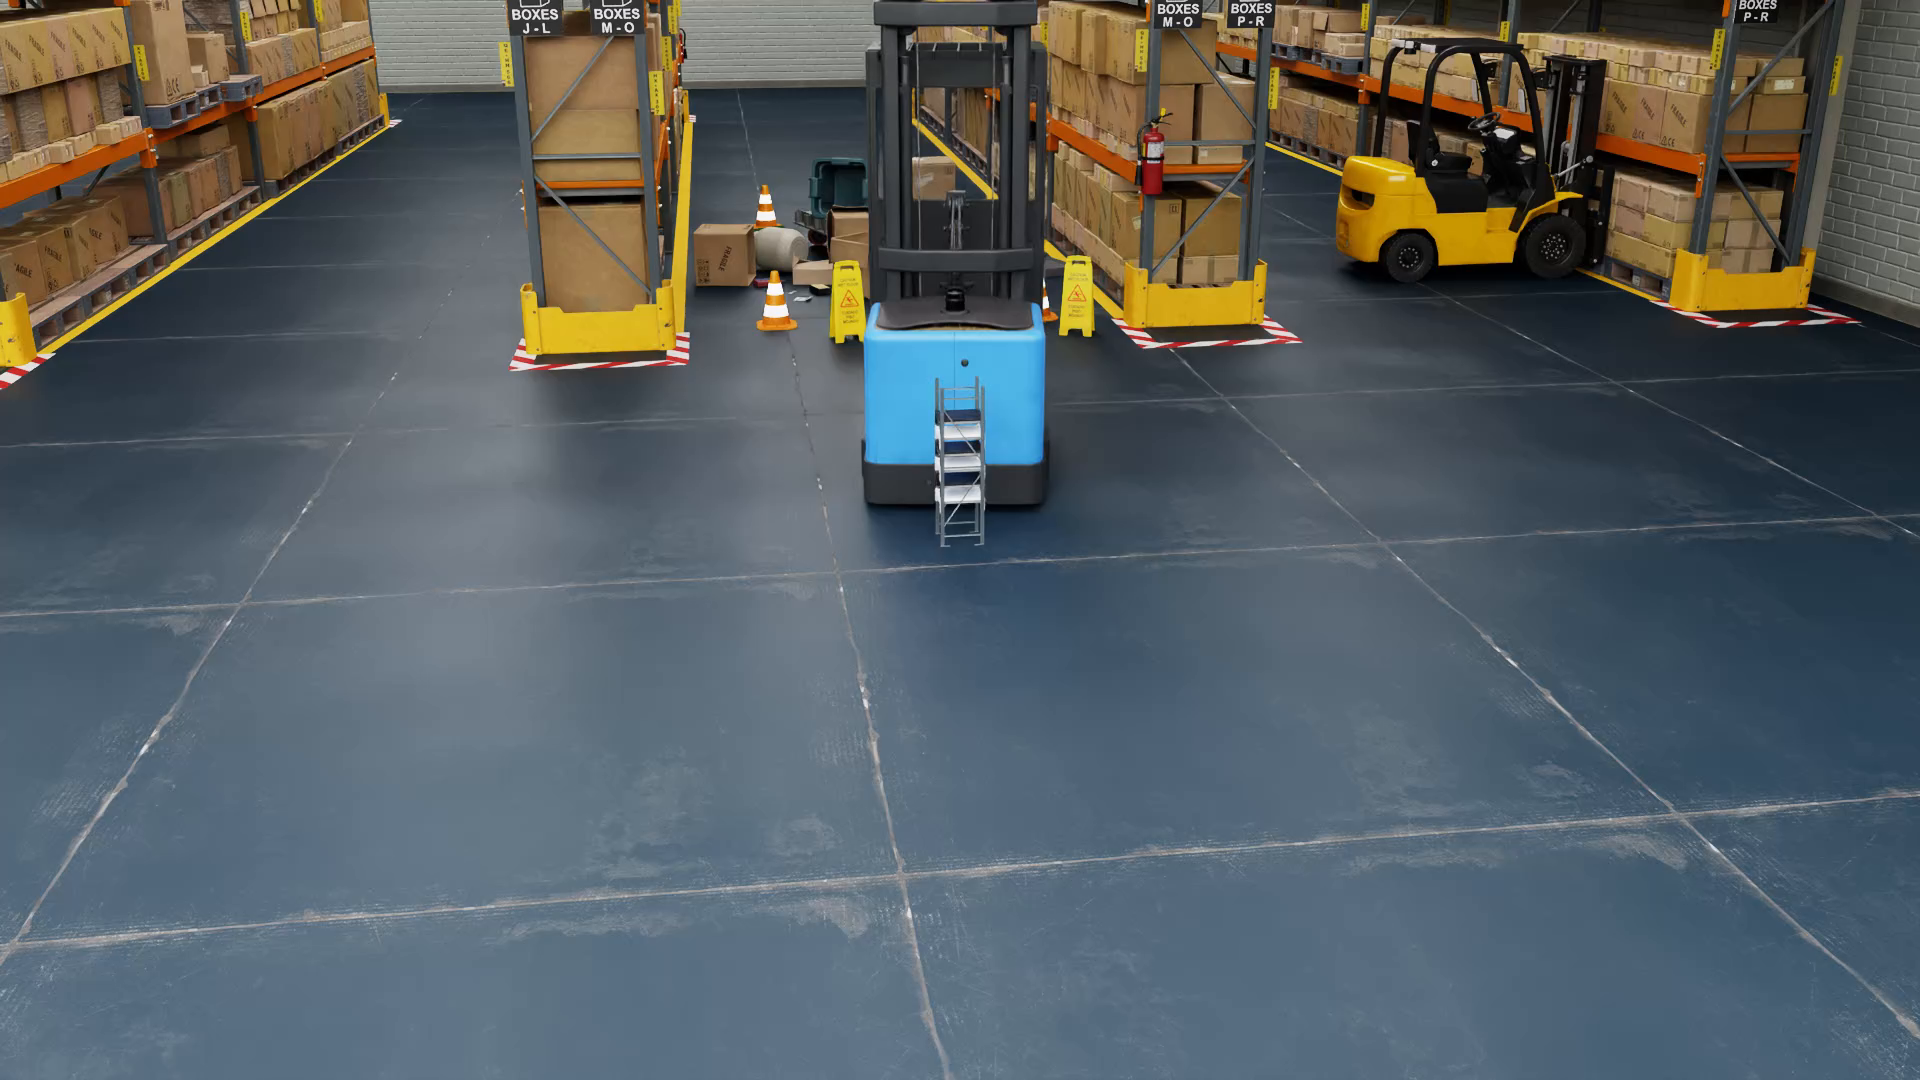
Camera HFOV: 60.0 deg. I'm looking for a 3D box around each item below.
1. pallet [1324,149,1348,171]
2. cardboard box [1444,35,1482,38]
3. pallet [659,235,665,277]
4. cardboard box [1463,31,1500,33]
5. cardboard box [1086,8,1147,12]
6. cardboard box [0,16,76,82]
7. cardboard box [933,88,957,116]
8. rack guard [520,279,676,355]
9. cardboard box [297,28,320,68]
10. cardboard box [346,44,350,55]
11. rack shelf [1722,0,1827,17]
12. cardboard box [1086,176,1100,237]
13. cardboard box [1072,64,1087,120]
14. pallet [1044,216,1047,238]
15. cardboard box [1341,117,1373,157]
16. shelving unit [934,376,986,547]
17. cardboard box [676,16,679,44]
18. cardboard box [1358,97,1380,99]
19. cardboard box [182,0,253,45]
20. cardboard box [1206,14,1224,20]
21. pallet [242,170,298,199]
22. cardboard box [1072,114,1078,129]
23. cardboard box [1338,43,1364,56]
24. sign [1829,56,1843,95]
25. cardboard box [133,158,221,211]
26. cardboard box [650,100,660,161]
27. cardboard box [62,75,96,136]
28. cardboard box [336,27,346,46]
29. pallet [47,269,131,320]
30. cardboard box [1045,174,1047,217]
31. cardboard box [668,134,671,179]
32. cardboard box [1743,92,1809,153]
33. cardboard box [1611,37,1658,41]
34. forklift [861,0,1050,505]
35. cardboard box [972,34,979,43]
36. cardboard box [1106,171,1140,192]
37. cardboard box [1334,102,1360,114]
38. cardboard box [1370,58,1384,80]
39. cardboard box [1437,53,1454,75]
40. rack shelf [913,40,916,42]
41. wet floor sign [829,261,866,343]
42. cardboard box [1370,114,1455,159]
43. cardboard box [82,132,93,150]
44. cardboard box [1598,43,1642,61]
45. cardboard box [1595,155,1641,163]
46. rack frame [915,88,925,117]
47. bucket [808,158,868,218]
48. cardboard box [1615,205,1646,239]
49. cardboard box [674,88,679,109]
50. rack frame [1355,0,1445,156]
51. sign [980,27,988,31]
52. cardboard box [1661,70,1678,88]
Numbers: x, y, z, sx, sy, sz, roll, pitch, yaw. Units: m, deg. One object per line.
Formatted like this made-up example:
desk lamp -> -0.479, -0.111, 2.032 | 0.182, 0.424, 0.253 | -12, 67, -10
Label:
pallet -> 5.693, -5.223, 22.898 | 1.003, 0.211, 1.213 | -3, 21, -8
cardboard box -> 5.857, -5.783, 19.342 | 0.380, 0.149, 0.250 | -3, 21, -7
pallet -> -3.423, -2.774, 16.342 | 1.003, 0.211, 1.213 | -3, 21, -8
cardboard box -> 6.319, -6.081, 20.141 | 0.380, 0.149, 0.250 | -3, 21, -9
cardboard box -> 1.540, -4.594, 15.233 | 0.700, 0.500, 0.500 | -3, 21, -8
cardboard box -> -7.828, -4.126, 13.978 | 0.500, 0.500, 0.500 | -3, 21, -8
cardboard box -> 0.033, -7.244, 27.385 | 0.875, 0.438, 0.875 | -2, 21, -6
rack guard -> -2.875, -1.783, 13.276 | 1.175, 0.500, 0.348 | -3, 21, -8
cardboard box -> -9.194, -6.801, 22.995 | 0.500, 0.500, 0.500 | -3, 21, -8
cardboard box -> -9.471, -7.443, 25.217 | 0.380, 0.149, 0.250 | -4, 21, -9
rack shelf -> 6.628, -5.260, 15.752 | 1.077, 0.370, 4.000 | -3, 21, -8
cardboard box -> 1.487, -3.127, 15.560 | 0.500, 0.500, 0.500 | -3, 21, -9
cardboard box -> 1.371, -4.305, 15.887 | 0.500, 0.500, 0.500 | -3, 21, -8
pallet -> 1.315, -3.595, 18.541 | 1.003, 0.211, 1.213 | -3, 21, -8
cardboard box -> 5.490, -5.430, 22.440 | 0.500, 0.500, 0.500 | -2, 21, -6
shelving unit -> -0.001, -0.424, 9.066 | 0.258, 0.900, 0.210 | -3, 21, -8
cardboard box -> -4.546, -7.835, 25.339 | 0.500, 0.500, 0.500 | -3, 21, -9
cardboard box -> 5.837, -6.157, 23.459 | 0.380, 0.149, 0.250 | -3, 21, -9
cardboard box -> -9.044, -6.288, 20.188 | 0.797, 0.503, 0.637 | -2, 21, -6
cardboard box -> 4.482, -8.763, 28.179 | 0.500, 0.250, 0.500 | -3, 21, -7
pallet -> -8.994, -4.488, 20.930 | 1.003, 0.211, 1.213 | -3, 21, -8
cardboard box -> 1.314, -4.127, 16.337 | 0.380, 0.149, 0.250 | -2, 21, -6
cardboard box -> 5.289, -6.556, 22.241 | 0.380, 0.149, 0.250 | -3, 21, -7
sign -> 7.467, -3.968, 14.201 | 0.100, 0.325, 0.005 | -3, 21, -8
cardboard box -> -8.657, -3.934, 18.406 | 0.700, 0.500, 0.500 | -1, 21, -3
cardboard box -> -3.034, -3.549, 14.216 | 0.875, 0.550, 0.550 | -3, 21, -8
cardboard box -> -8.165, -3.817, 14.580 | 0.875, 0.500, 0.500 | -3, 21, -8
cardboard box -> -9.487, -7.499, 24.796 | 0.500, 0.250, 0.500 | -2, 21, -6
pallet -> -8.067, -2.172, 14.730 | 1.003, 0.211, 1.213 | -3, 21, -8
cardboard box -> 1.351, -3.779, 18.204 | 0.950, 0.372, 0.625 | -3, 21, -7
cardboard box -> -4.033, -4.660, 20.021 | 1.050, 0.750, 0.750 | -3, 21, -8
cardboard box -> 7.120, -3.731, 14.777 | 0.500, 0.500, 0.500 | -2, 21, -6
cardboard box -> 6.829, -5.015, 16.862 | 0.380, 0.149, 0.250 | -3, 21, -9
forklift -> -0.019, -2.040, 10.488 | 1.130, 2.935, 3.031 | 0, 20, 0
cardboard box -> 0.453, -6.513, 21.868 | 0.500, 0.250, 0.500 | -3, 21, -9
cardboard box -> 1.512, -3.199, 14.825 | 0.380, 0.149, 0.250 | -2, 21, -6
cardboard box -> 5.377, -5.943, 22.886 | 0.380, 0.149, 0.250 | -4, 21, -10
cardboard box -> 5.585, -6.033, 21.295 | 0.500, 0.250, 0.500 | -3, 21, -8
cardboard box -> 5.867, -5.560, 19.315 | 0.500, 0.250, 0.500 | -3, 21, -7
rack shelf -> -0.013, -7.758, 26.728 | 1.077, 0.370, 4.000 | -3, 21, -8
wet floor sign -> -0.915, -1.950, 13.514 | 0.267, 0.644, 0.232 | -7, 21, -17
cardboard box -> 5.840, -5.136, 21.475 | 0.875, 0.625, 0.625 | -2, 21, -6
cardboard box -> -7.925, -3.520, 14.712 | 0.380, 0.149, 0.250 | -3, 21, -8
cardboard box -> 6.410, -4.721, 16.075 | 0.380, 0.149, 0.250 | -3, 21, -8
cardboard box -> 6.750, -3.750, 16.869 | 0.500, 0.250, 0.500 | -3, 21, -7
rack frame -> -0.301, -8.787, 28.456 | 1.000, 3.000, 0.127 | -3, 21, -8
bucket -> -1.154, -3.595, 17.061 | 0.726, 0.611, 0.620 | 4, 11, 11
cardboard box -> 6.475, -2.969, 15.493 | 0.500, 0.250, 0.500 | -3, 21, -8
cardboard box -> -4.251, -6.249, 23.562 | 0.500, 0.250, 0.500 | -3, 21, -9
rack frame -> 5.763, -6.269, 21.713 | 1.000, 3.000, 0.127 | -3, 21, -8
sign -> 0.303, -6.530, 20.759 | 0.100, 0.325, 0.005 | -3, 21, -8
cardboard box -> 6.546, -4.136, 14.932 | 0.380, 0.149, 0.250 | -3, 21, -7
